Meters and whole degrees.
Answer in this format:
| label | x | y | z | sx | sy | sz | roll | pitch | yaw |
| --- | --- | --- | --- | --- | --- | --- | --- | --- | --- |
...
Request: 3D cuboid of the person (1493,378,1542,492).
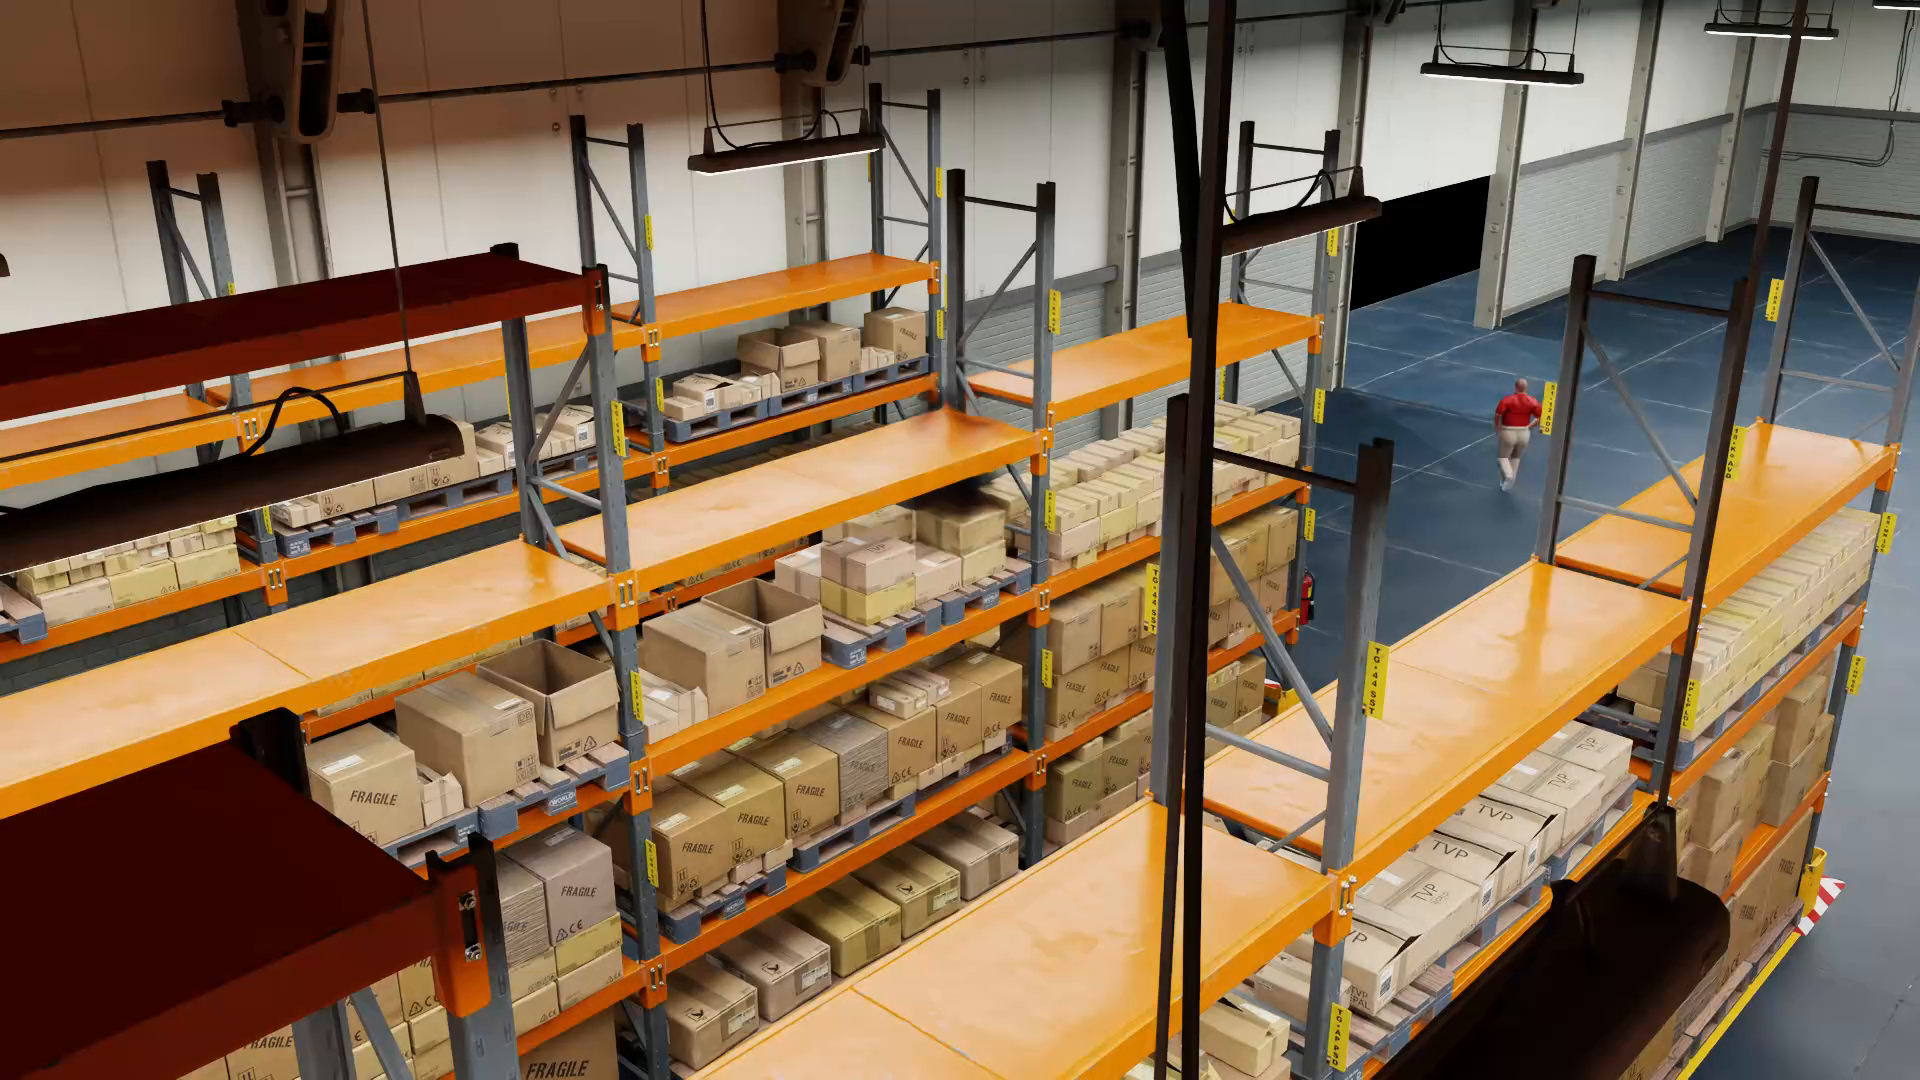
| label | x | y | z | sx | sy | sz | roll | pitch | yaw |
| --- | --- | --- | --- | --- | --- | --- | --- | --- | --- |
| person | 7.817 | -1.448 | 23.421 | 0.686 | 1.682 | 0.677 | 1 | 21 | 3 |
